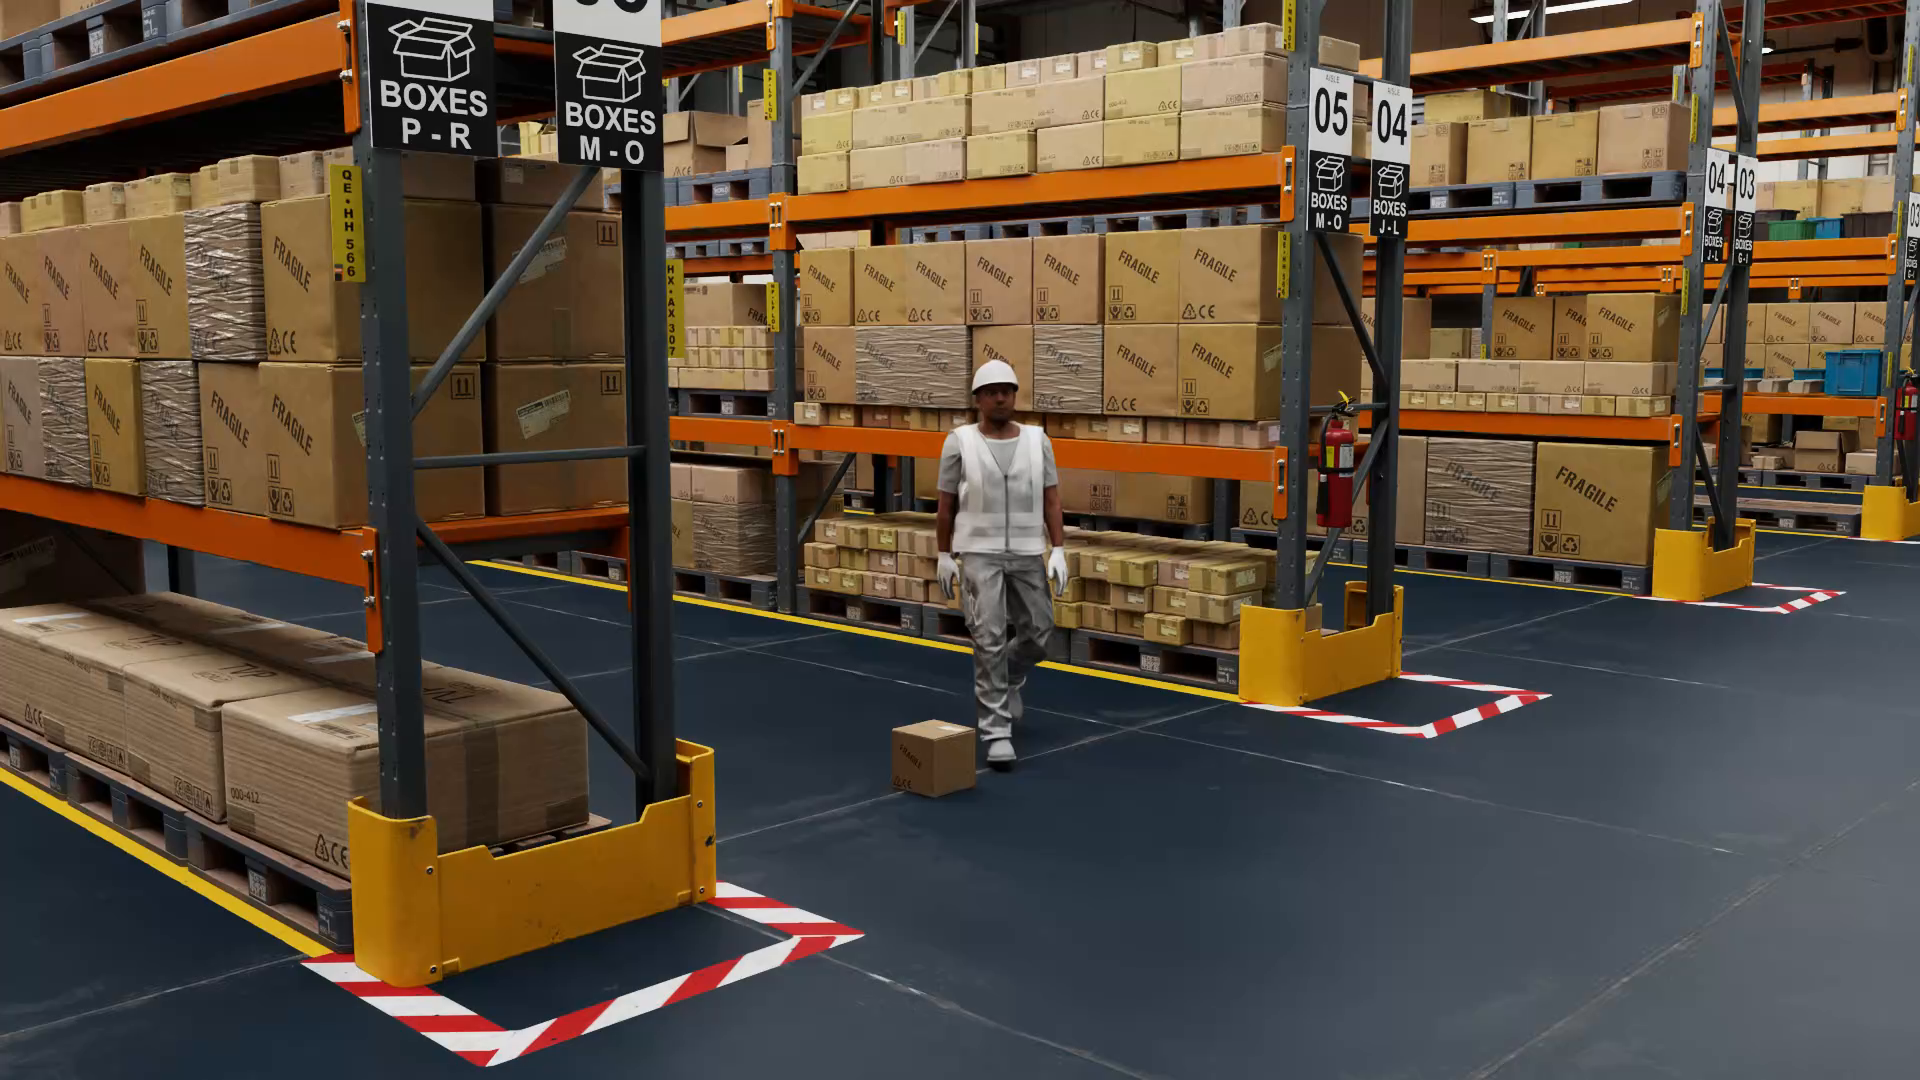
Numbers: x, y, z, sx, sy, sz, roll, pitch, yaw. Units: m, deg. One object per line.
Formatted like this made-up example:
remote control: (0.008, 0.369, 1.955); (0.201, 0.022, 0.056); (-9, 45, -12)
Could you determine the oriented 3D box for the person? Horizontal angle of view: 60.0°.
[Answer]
person: (0.185, 0.070, 7.534); (0.577, 1.762, 0.846); (-2, 7, -13)
